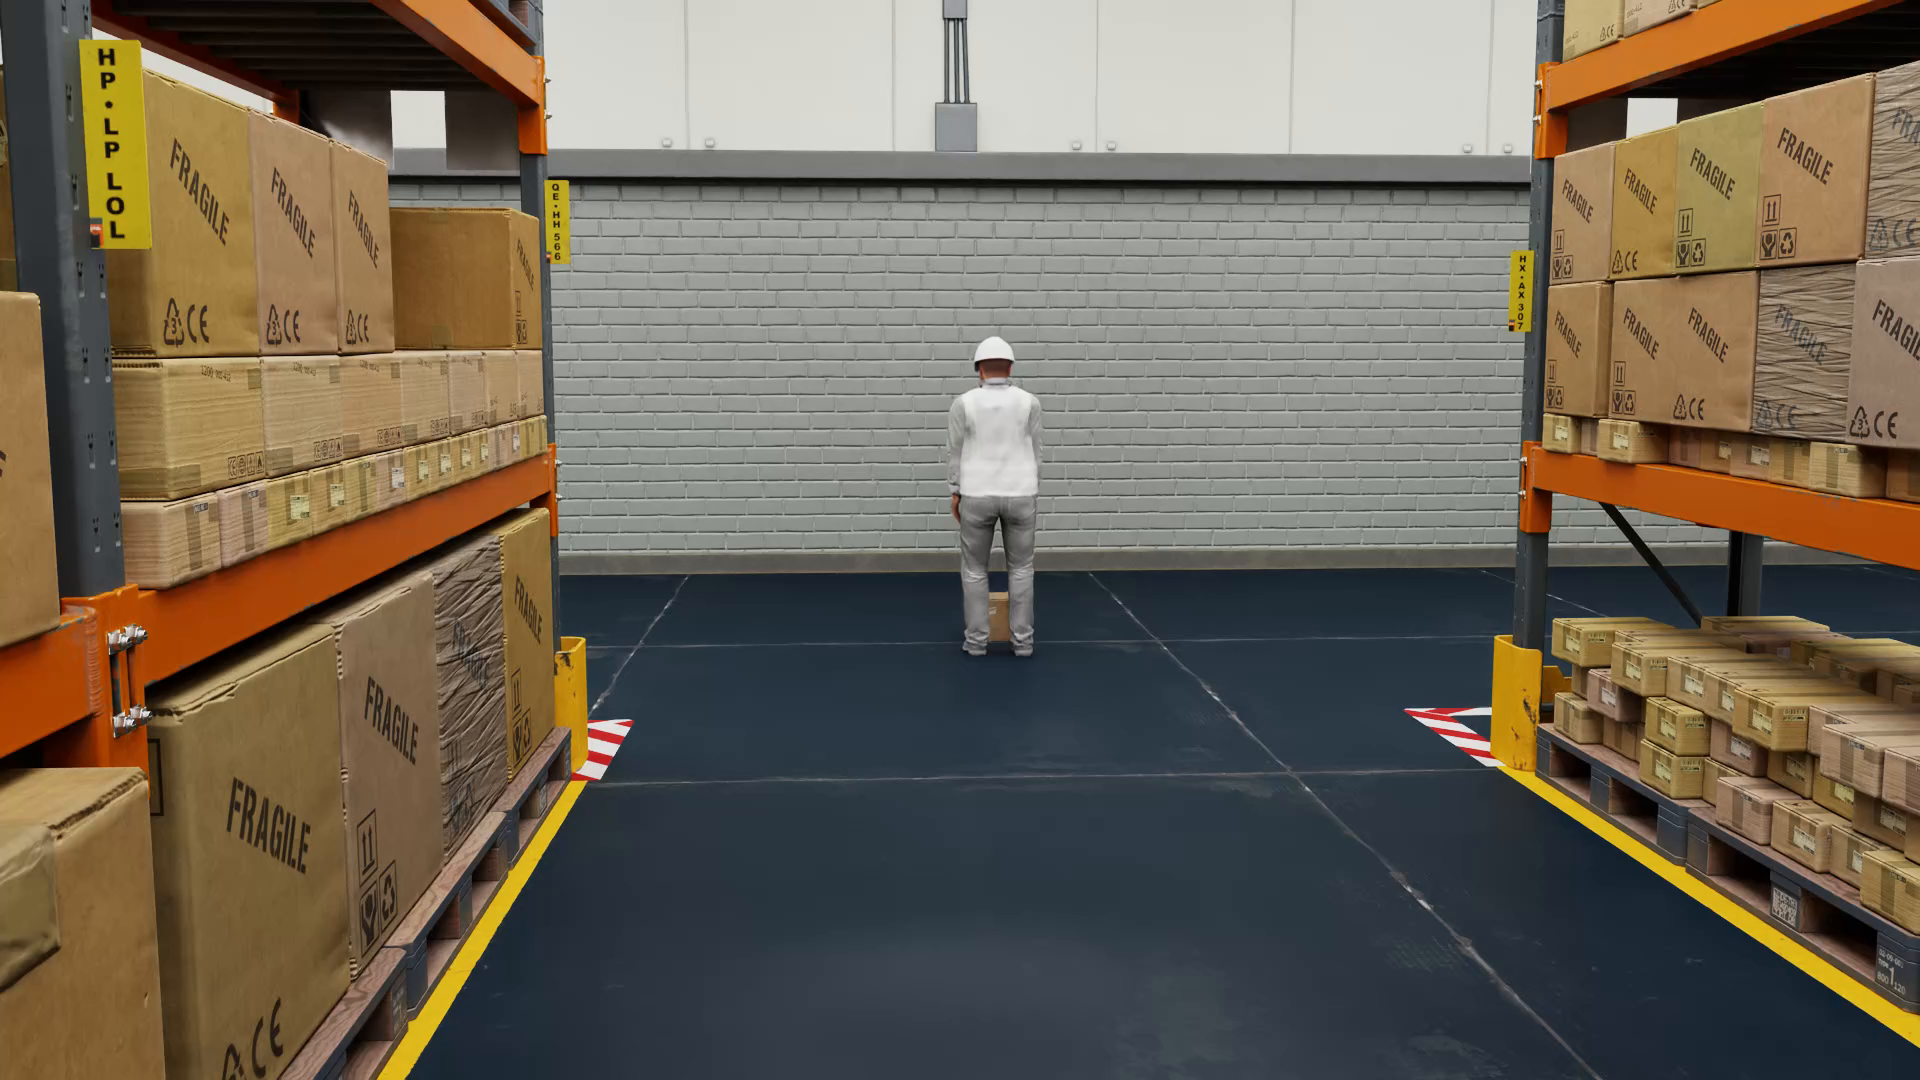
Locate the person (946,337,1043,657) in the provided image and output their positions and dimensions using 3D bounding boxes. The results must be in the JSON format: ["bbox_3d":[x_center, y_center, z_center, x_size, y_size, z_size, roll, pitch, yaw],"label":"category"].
[{"bbox_3d":[0.188,-0.238,9.212,0.538,1.760,0.378,0,7,-3],"label":"person"}]
